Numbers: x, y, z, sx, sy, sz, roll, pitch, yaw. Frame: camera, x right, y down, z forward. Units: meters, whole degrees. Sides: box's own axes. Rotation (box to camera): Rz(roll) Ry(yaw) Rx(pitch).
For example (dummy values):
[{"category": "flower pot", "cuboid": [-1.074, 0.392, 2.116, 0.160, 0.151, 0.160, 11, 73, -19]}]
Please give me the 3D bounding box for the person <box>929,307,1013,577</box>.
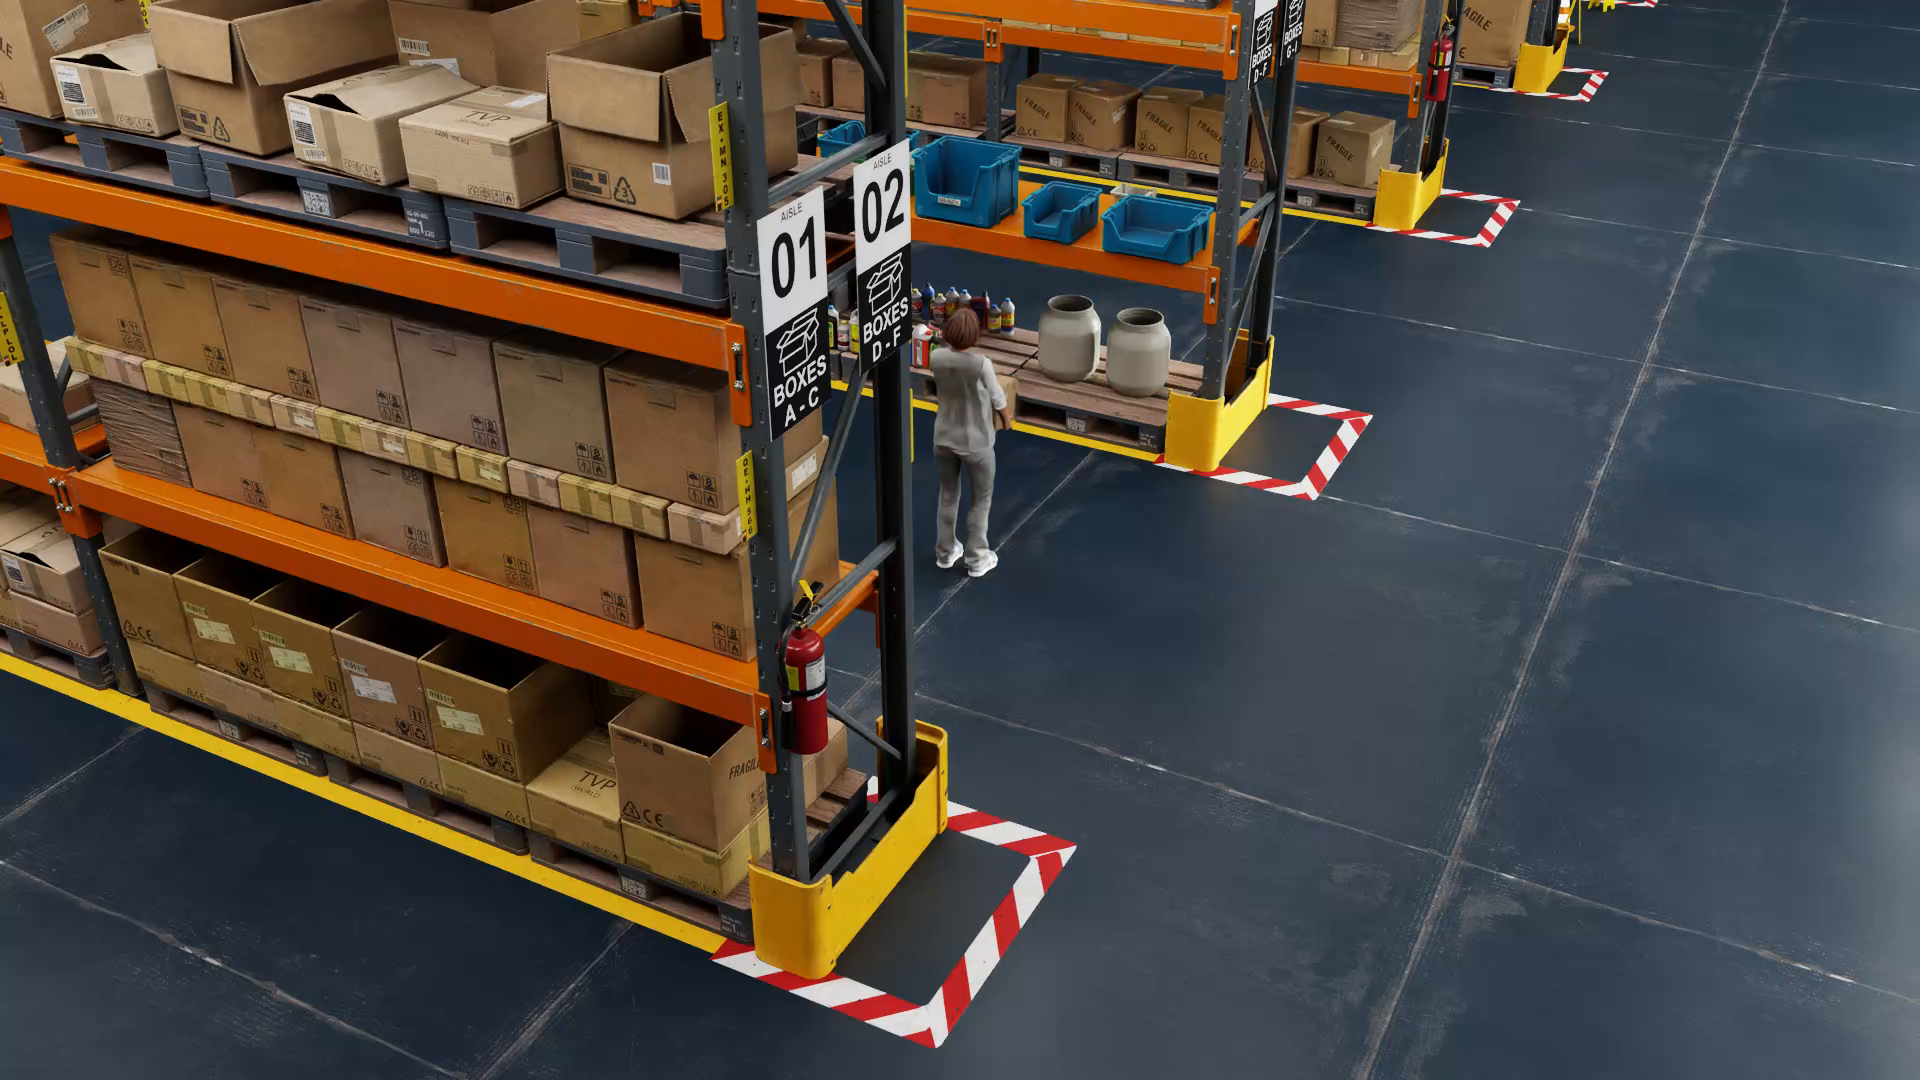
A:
[{"category": "person", "cuboid": [0.059, -0.570, 9.272, 0.375, 1.590, 0.502, 14, 33, 23]}]
